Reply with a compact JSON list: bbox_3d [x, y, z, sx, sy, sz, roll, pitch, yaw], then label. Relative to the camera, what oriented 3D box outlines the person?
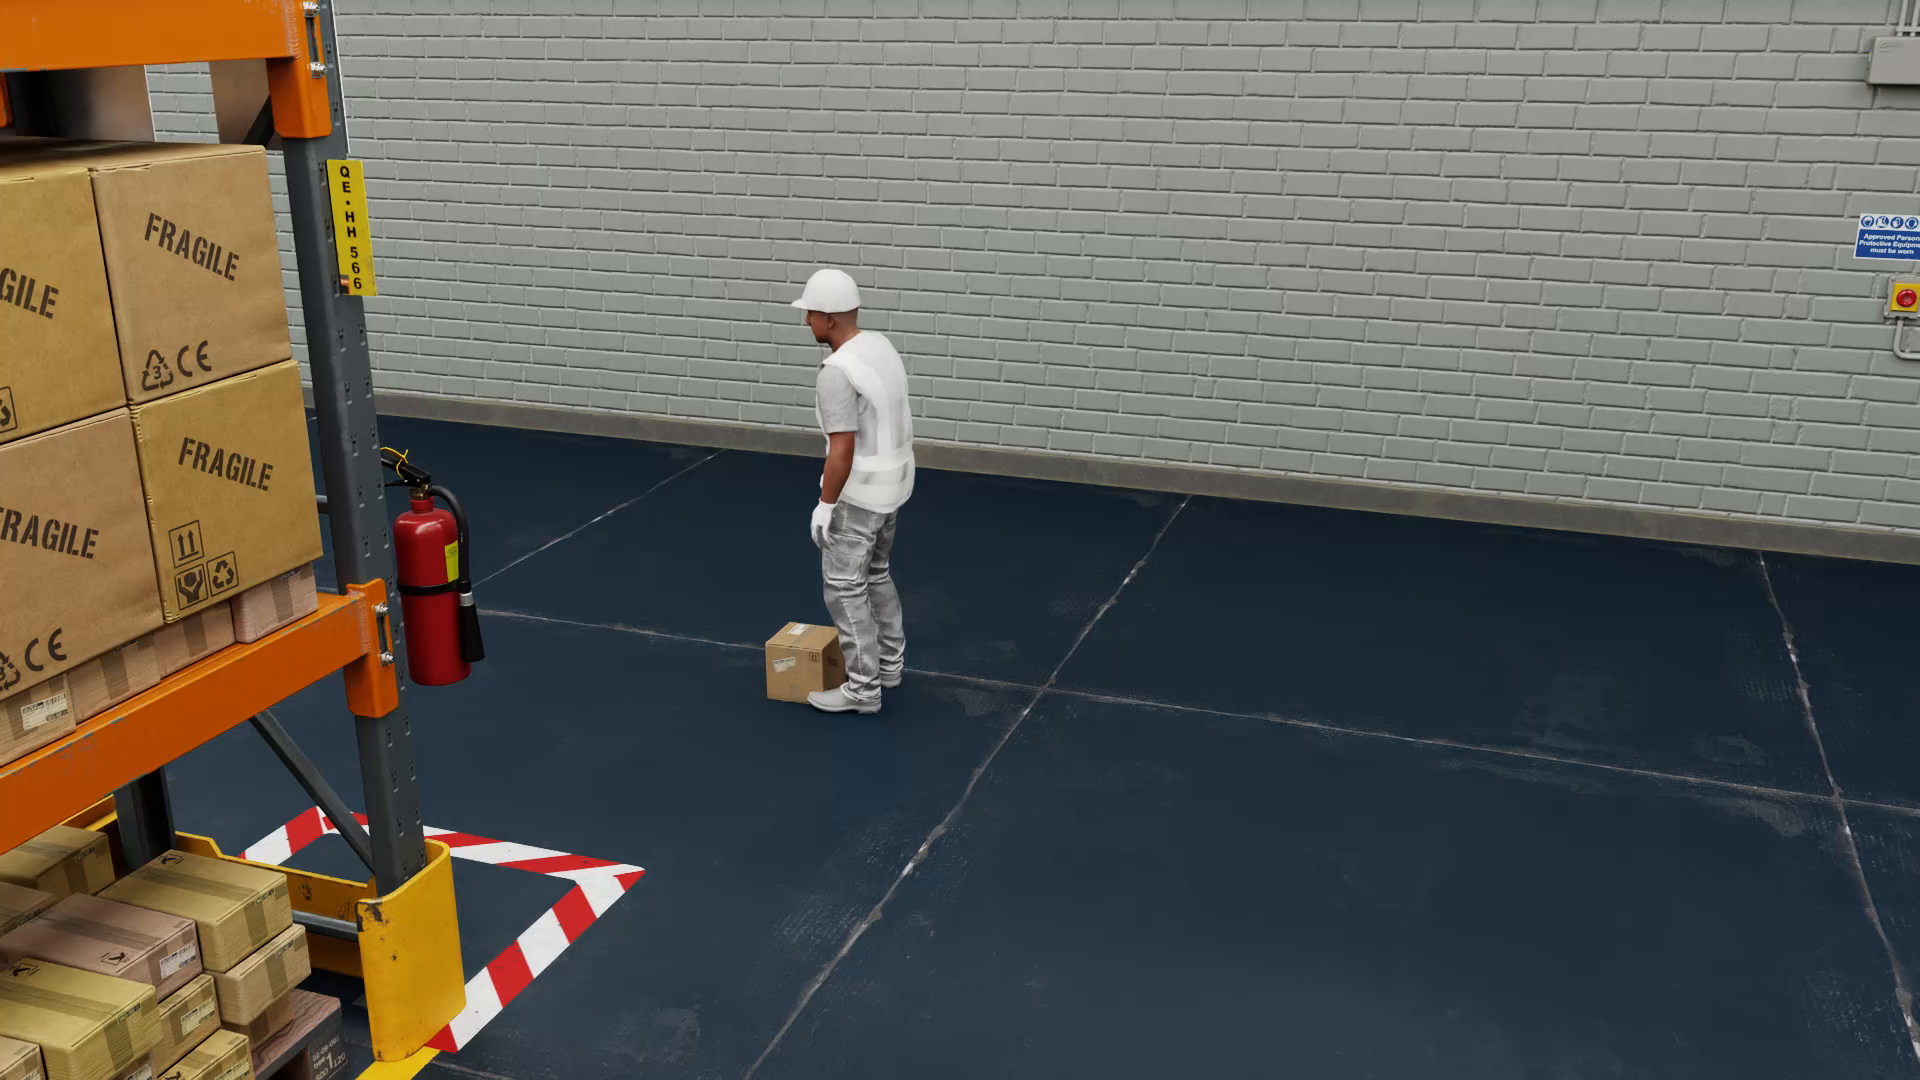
[{"bbox_3d":[-0.419,-0.189,6.608,0.453,1.774,0.620,6,19,18],"label":"person"}]
